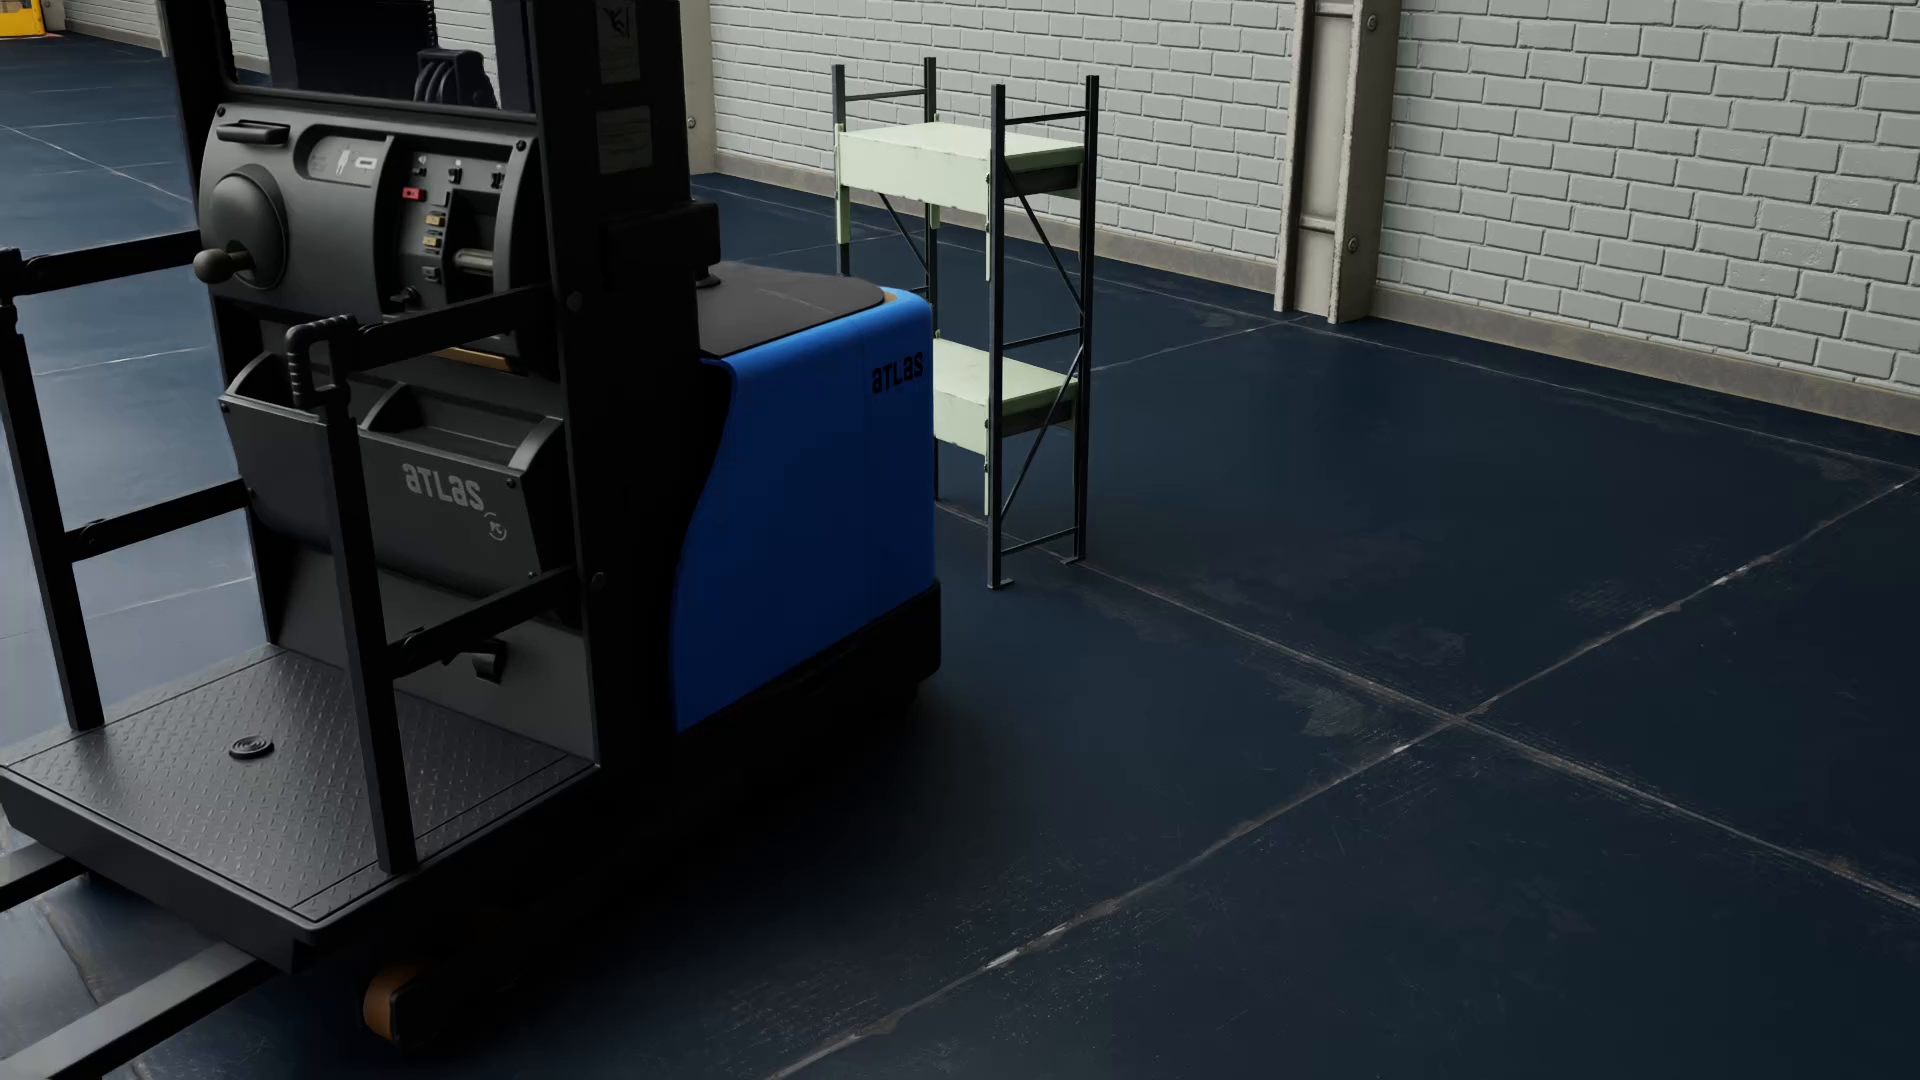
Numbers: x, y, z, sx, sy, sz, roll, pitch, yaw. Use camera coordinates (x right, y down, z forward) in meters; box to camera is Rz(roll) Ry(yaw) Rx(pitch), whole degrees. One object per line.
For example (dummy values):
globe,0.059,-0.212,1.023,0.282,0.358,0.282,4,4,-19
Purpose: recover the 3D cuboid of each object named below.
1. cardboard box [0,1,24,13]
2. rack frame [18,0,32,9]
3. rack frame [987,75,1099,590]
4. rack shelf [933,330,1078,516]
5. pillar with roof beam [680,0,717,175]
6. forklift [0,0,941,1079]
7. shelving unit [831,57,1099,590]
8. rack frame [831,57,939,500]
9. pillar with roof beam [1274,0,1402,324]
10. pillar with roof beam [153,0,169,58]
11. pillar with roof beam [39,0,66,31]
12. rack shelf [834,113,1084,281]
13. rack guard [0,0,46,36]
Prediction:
cardboard box,-14.224,-7.874,24.670,0.500,0.250,0.500,-17,27,-37
rack frame,-14.052,-8.777,23.780,1.000,3.000,0.127,-17,27,-37
rack frame,0.243,-0.595,4.948,0.400,1.500,0.023,-17,27,-37
rack shelf,0.004,-0.393,5.325,0.431,0.370,0.720,-17,27,-37
pillar with roof beam,-5.336,-5.979,8.411,9.100,9.000,0.400,-17,27,-37
forklift,-1.281,-0.622,3.053,1.130,2.935,3.031,13,25,31
shelving unit,0.004,-0.697,5.206,0.431,1.500,0.755,-17,27,-37
rack frame,-0.235,-0.798,5.464,0.400,1.500,0.023,-17,27,-37
pillar with roof beam,-1.419,-4.322,4.179,9.100,9.000,0.400,-17,27,-37
pillar with roof beam,-13.169,-9.295,16.876,9.100,9.000,0.400,-17,27,-37
pillar with roof beam,-17.085,-10.952,21.108,9.100,9.000,0.400,-17,27,-37
rack shelf,0.004,-1.060,5.063,0.431,0.370,0.720,-17,27,-37
rack guard,-14.036,-7.606,24.219,1.175,0.500,0.348,-17,27,-37
